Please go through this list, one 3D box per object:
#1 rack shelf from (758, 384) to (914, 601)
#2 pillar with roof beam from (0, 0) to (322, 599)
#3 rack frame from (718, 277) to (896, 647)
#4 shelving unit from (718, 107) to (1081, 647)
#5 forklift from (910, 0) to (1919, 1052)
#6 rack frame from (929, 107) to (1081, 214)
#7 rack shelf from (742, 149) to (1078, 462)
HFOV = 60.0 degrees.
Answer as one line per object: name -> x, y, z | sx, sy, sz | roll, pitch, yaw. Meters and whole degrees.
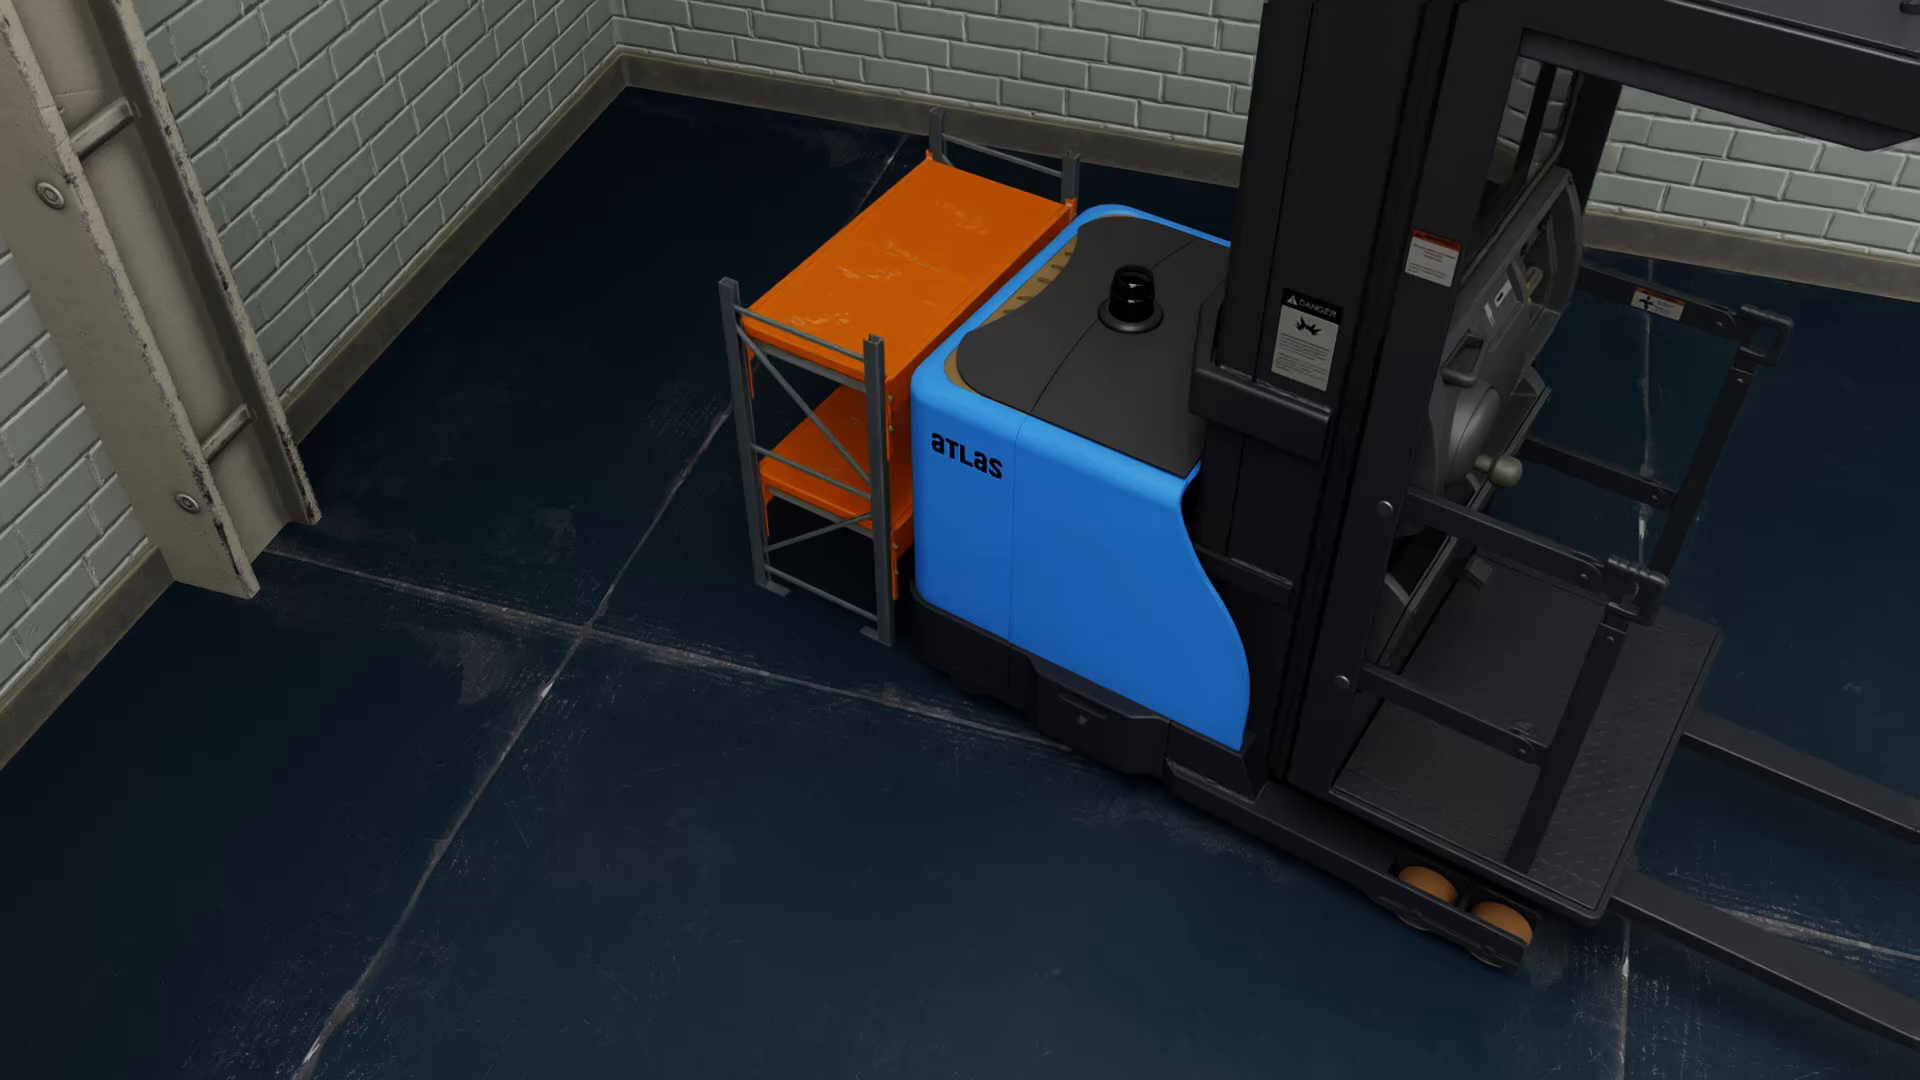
rack shelf -> -0.142, -0.312, 5.115 | 0.538, 0.278, 1.000 | 24, 49, 22
pillar with roof beam -> 1.854, -2.288, 1.154 | 9.100, 9.000, 0.400 | 13, 46, 13
rack frame -> -0.410, -0.185, 4.635 | 0.500, 1.125, 0.032 | 24, 49, 22
shelving unit -> -0.142, -0.487, 4.943 | 0.538, 1.125, 1.048 | 24, 49, 22
forklift -> 1.372, -0.410, 3.574 | 3.031, 2.935, 1.130 | 24, 49, 23
rack frame -> 0.127, -0.789, 5.252 | 0.500, 1.125, 0.032 | 24, 49, 22
rack shelf -> -0.142, -0.696, 4.739 | 0.538, 0.278, 1.000 | 24, 49, 22
